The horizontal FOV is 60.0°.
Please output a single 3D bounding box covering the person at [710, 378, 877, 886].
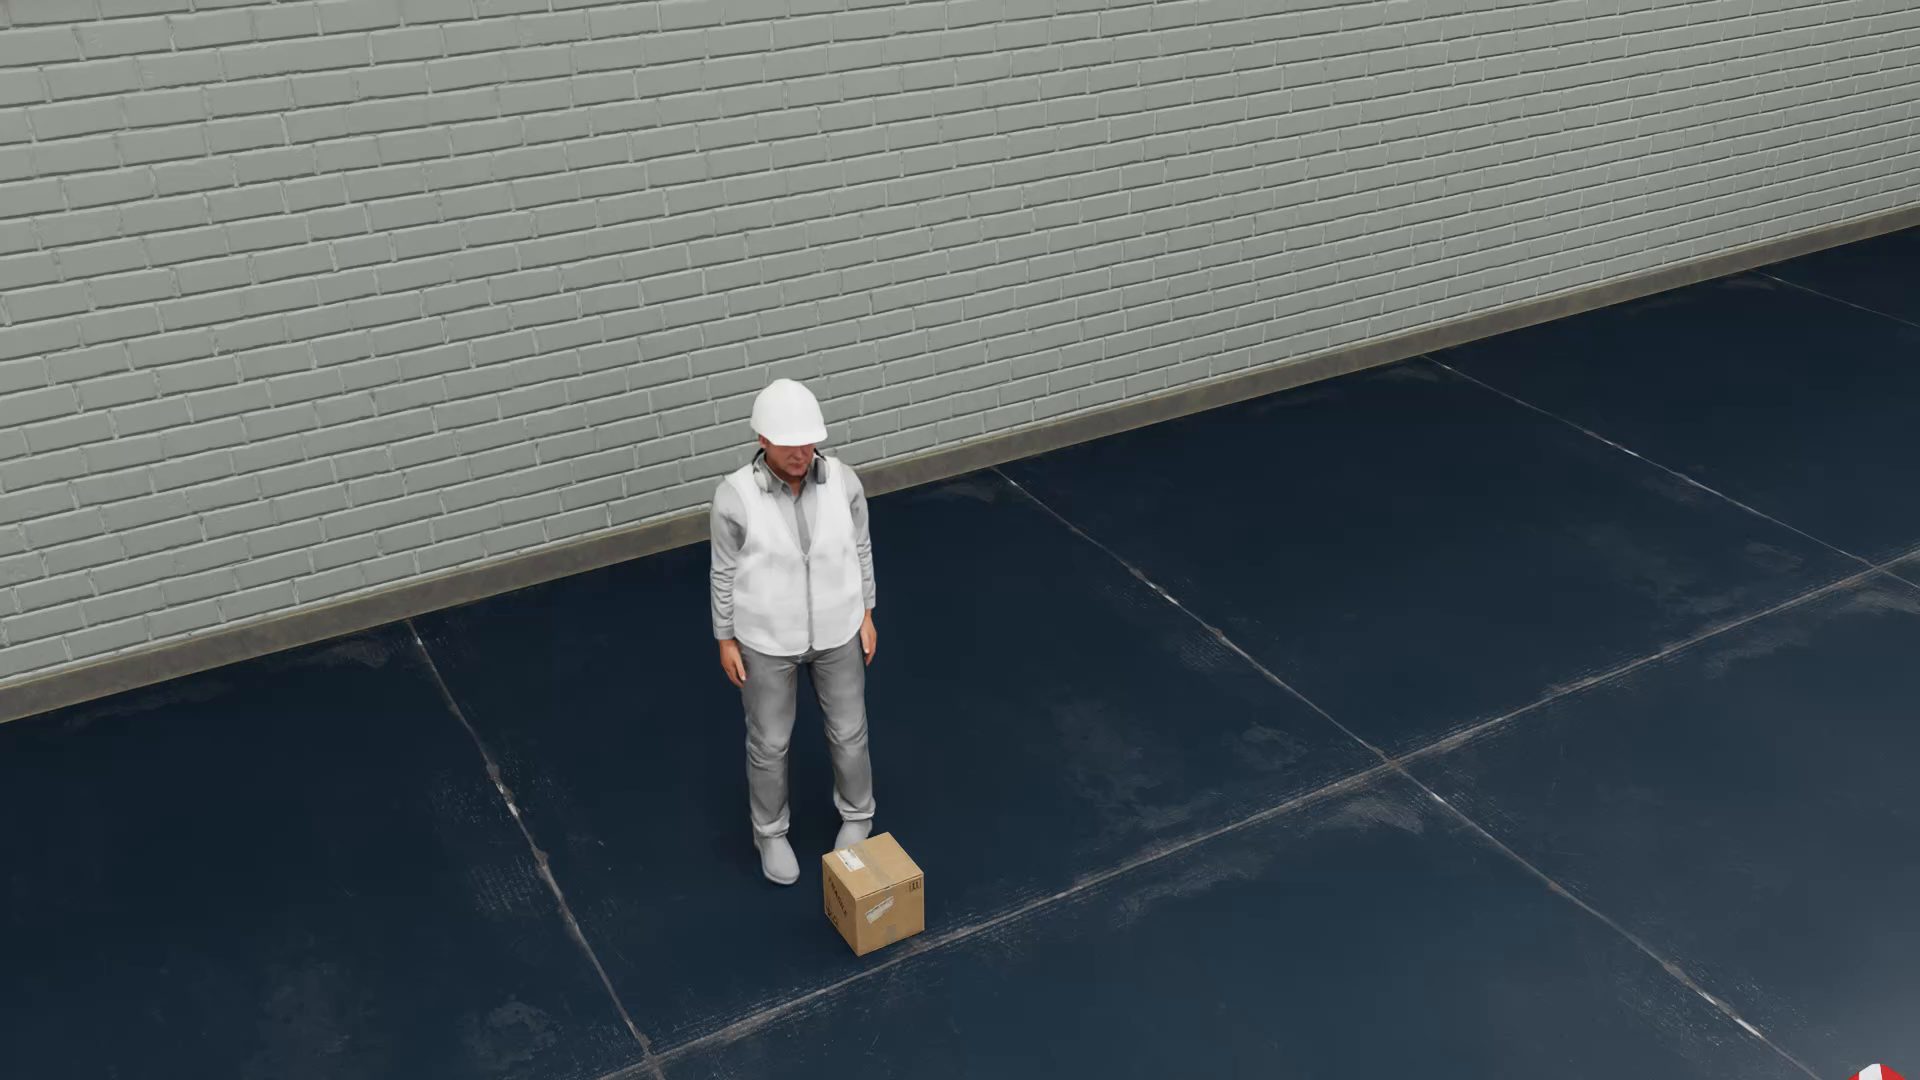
[{"bbox_3d":[-0.531,0.315,5.519,0.559,1.789,0.403,-10,30,-18],"label":"person"}]
